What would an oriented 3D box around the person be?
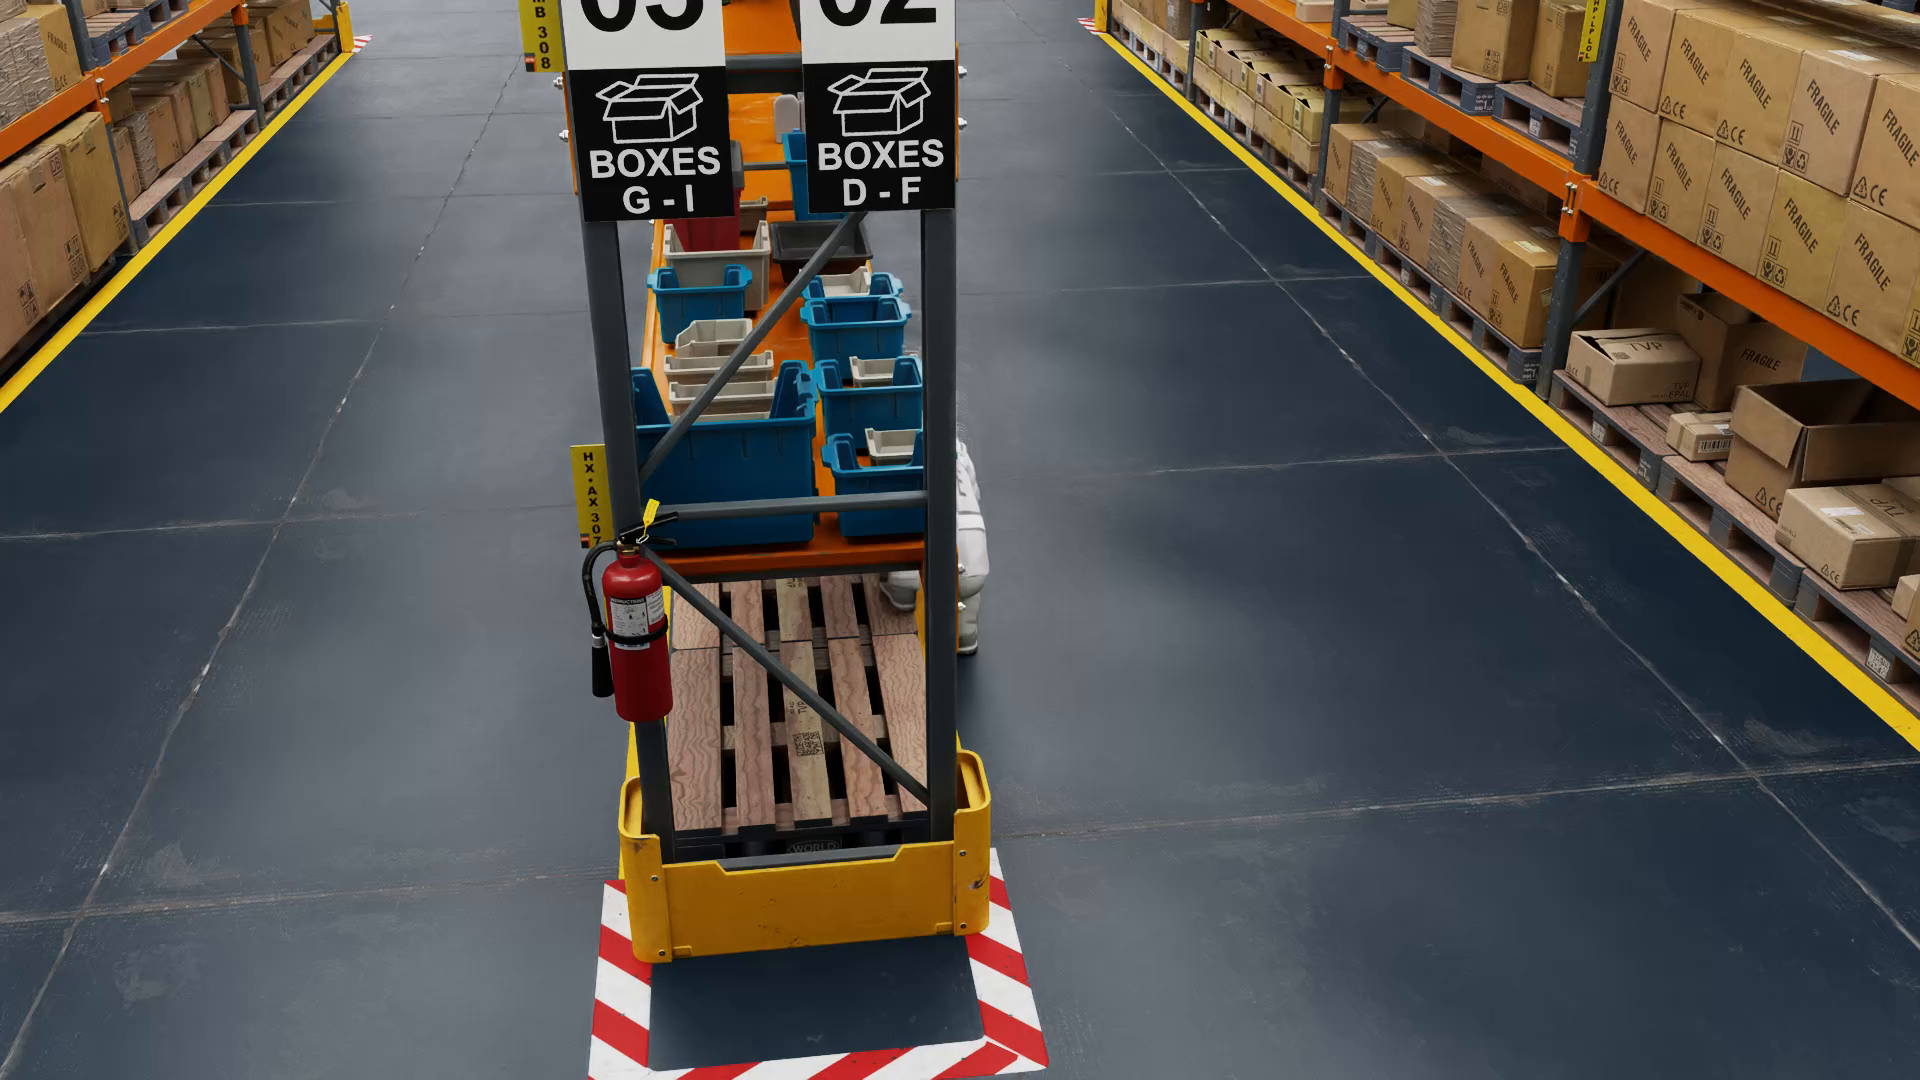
[{"bbox_3d":[-0.176,-0.057,7.076,0.582,0.988,0.907,-4,27,-7],"label":"person"}]
